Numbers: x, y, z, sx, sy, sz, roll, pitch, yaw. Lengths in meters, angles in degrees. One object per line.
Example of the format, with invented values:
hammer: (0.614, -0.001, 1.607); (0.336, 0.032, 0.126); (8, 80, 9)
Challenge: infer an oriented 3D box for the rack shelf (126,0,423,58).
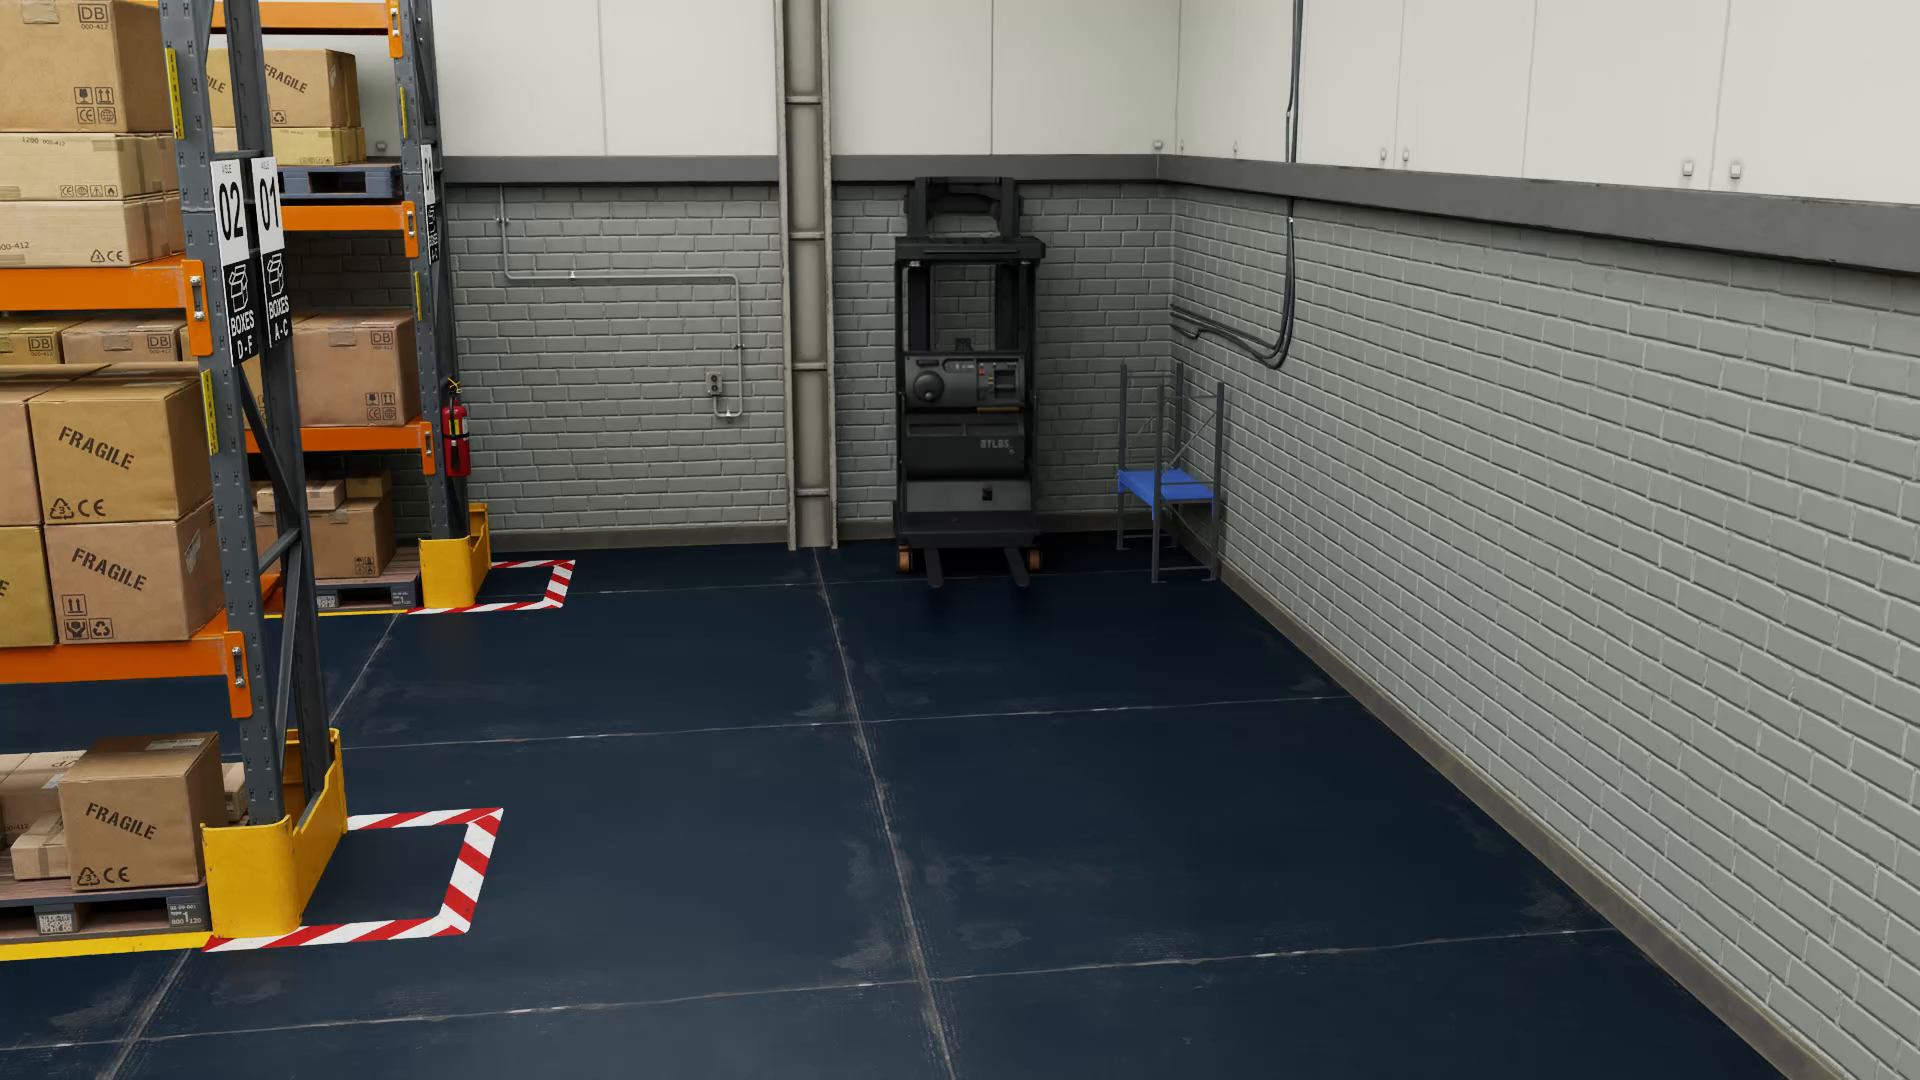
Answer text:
rack shelf: (-5.721, -3.405, 11.099); (4.000, 0.370, 1.077); (-2, 14, -8)

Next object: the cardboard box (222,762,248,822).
cardboard box: (-3.467, 1.183, 7.794); (0.250, 0.149, 0.380); (-2, 14, -8)

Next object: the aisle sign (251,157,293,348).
aisle sign: (-2.978, -1.253, 7.207); (0.004, 0.787, 0.394); (-2, 14, -8)

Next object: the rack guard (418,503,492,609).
rack guard: (-3.719, 0.101, 12.290); (0.348, 0.500, 1.175); (-2, 14, -8)

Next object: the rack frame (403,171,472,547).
rack frame: (-3.743, -1.110, 11.982); (0.127, 3.000, 1.000); (-2, 14, -8)

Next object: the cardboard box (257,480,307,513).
cardboard box: (-4.773, -0.309, 11.728); (0.250, 0.149, 0.380); (-2, 14, -7)

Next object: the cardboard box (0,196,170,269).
cardboard box: (-3.470, -1.219, 6.558); (0.500, 0.250, 0.500); (-2, 14, -8)

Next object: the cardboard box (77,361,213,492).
cardboard box: (-3.479, -0.500, 7.286); (0.500, 0.500, 0.500); (-2, 14, -7)

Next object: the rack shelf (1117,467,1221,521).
rack shelf: (1.598, -0.364, 12.828); (0.538, 0.185, 1.000); (-2, 14, -9)

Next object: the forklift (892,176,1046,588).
forklift: (0.054, -1.252, 12.687); (1.130, 2.935, 3.031); (-1, 14, -3)

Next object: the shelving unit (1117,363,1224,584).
shelving unit: (1.598, -0.538, 12.784); (0.538, 1.500, 1.048); (-2, 14, -9)

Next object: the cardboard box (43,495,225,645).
cardboard box: (-3.404, 0.114, 6.893); (0.500, 0.500, 0.500); (-2, 14, -7)

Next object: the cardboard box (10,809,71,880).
cardboard box: (-3.916, 1.314, 7.235); (0.250, 0.166, 0.380); (-2, 14, -8)

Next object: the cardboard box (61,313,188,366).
cardboard box: (-5.719, -1.180, 11.645); (0.700, 0.700, 0.980); (-3, 14, -11)

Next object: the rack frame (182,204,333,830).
rack frame: (-3.001, 0.081, 7.231); (0.127, 3.000, 1.000); (-2, 14, -8)

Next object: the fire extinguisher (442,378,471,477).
fire extinguisher: (-3.525, -0.786, 11.616); (0.183, 0.674, 0.296); (-2, 14, -8)

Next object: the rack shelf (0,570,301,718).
rack shelf: (-4.979, 0.503, 7.030); (4.000, 0.370, 1.077); (-2, 14, -8)

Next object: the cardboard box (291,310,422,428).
cardboard box: (-4.246, -1.235, 11.862); (0.700, 0.700, 0.980); (-1, 14, -6)

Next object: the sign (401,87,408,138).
sign: (-3.676, -2.825, 10.997); (0.005, 0.325, 0.100); (-2, 14, -8)

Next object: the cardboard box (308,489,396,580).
cardboard box: (-4.420, -0.052, 12.038); (0.500, 0.500, 0.700); (-2, 14, -8)

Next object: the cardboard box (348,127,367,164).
cardboard box: (-4.501, -2.777, 11.702); (0.500, 0.250, 0.500); (-1, 14, -5)

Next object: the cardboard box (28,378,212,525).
cardboard box: (-3.400, -0.370, 6.770); (0.500, 0.500, 0.500); (-2, 14, -9)

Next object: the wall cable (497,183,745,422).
wall cable: (-2.618, -1.877, 12.951); (1.851, 1.984, 0.084); (-2, 14, -8)

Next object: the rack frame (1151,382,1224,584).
rack frame: (1.682, -0.416, 12.298); (0.500, 1.500, 0.032); (-2, 14, -9)

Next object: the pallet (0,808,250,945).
pallet: (-3.865, 1.466, 7.444); (1.213, 0.211, 1.003); (-2, 14, -8)

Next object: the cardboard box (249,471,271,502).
cardboard box: (-5.075, -0.392, 12.059); (0.250, 0.149, 0.380); (-2, 14, -8)

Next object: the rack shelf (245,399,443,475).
rack shelf: (-5.721, -0.689, 11.781); (4.000, 0.370, 1.077); (-2, 14, -8)

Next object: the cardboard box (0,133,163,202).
cardboard box: (-3.471, -1.463, 6.505); (0.500, 0.250, 0.500); (-2, 14, -8)

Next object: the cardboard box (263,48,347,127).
cardboard box: (-4.426, -3.016, 11.114); (0.500, 0.500, 0.500); (-2, 14, -8)

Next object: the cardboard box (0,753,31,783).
cardboard box: (-4.570, 1.189, 7.561); (0.500, 0.250, 0.500); (-2, 14, -8)

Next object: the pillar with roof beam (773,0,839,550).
pillar with roof beam: (-0.561, -3.290, 8.343); (0.400, 9.000, 9.100); (-2, 14, -8)

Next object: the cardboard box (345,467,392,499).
cardboard box: (-4.326, -0.419, 12.169); (0.250, 0.149, 0.380); (-2, 14, -8)

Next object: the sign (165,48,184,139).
sign: (-2.938, -1.669, 6.224); (0.005, 0.325, 0.100); (-2, 14, -8)

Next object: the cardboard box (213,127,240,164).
cardboard box: (-4.942, -2.635, 11.135); (0.500, 0.250, 0.500); (-3, 14, -10)
